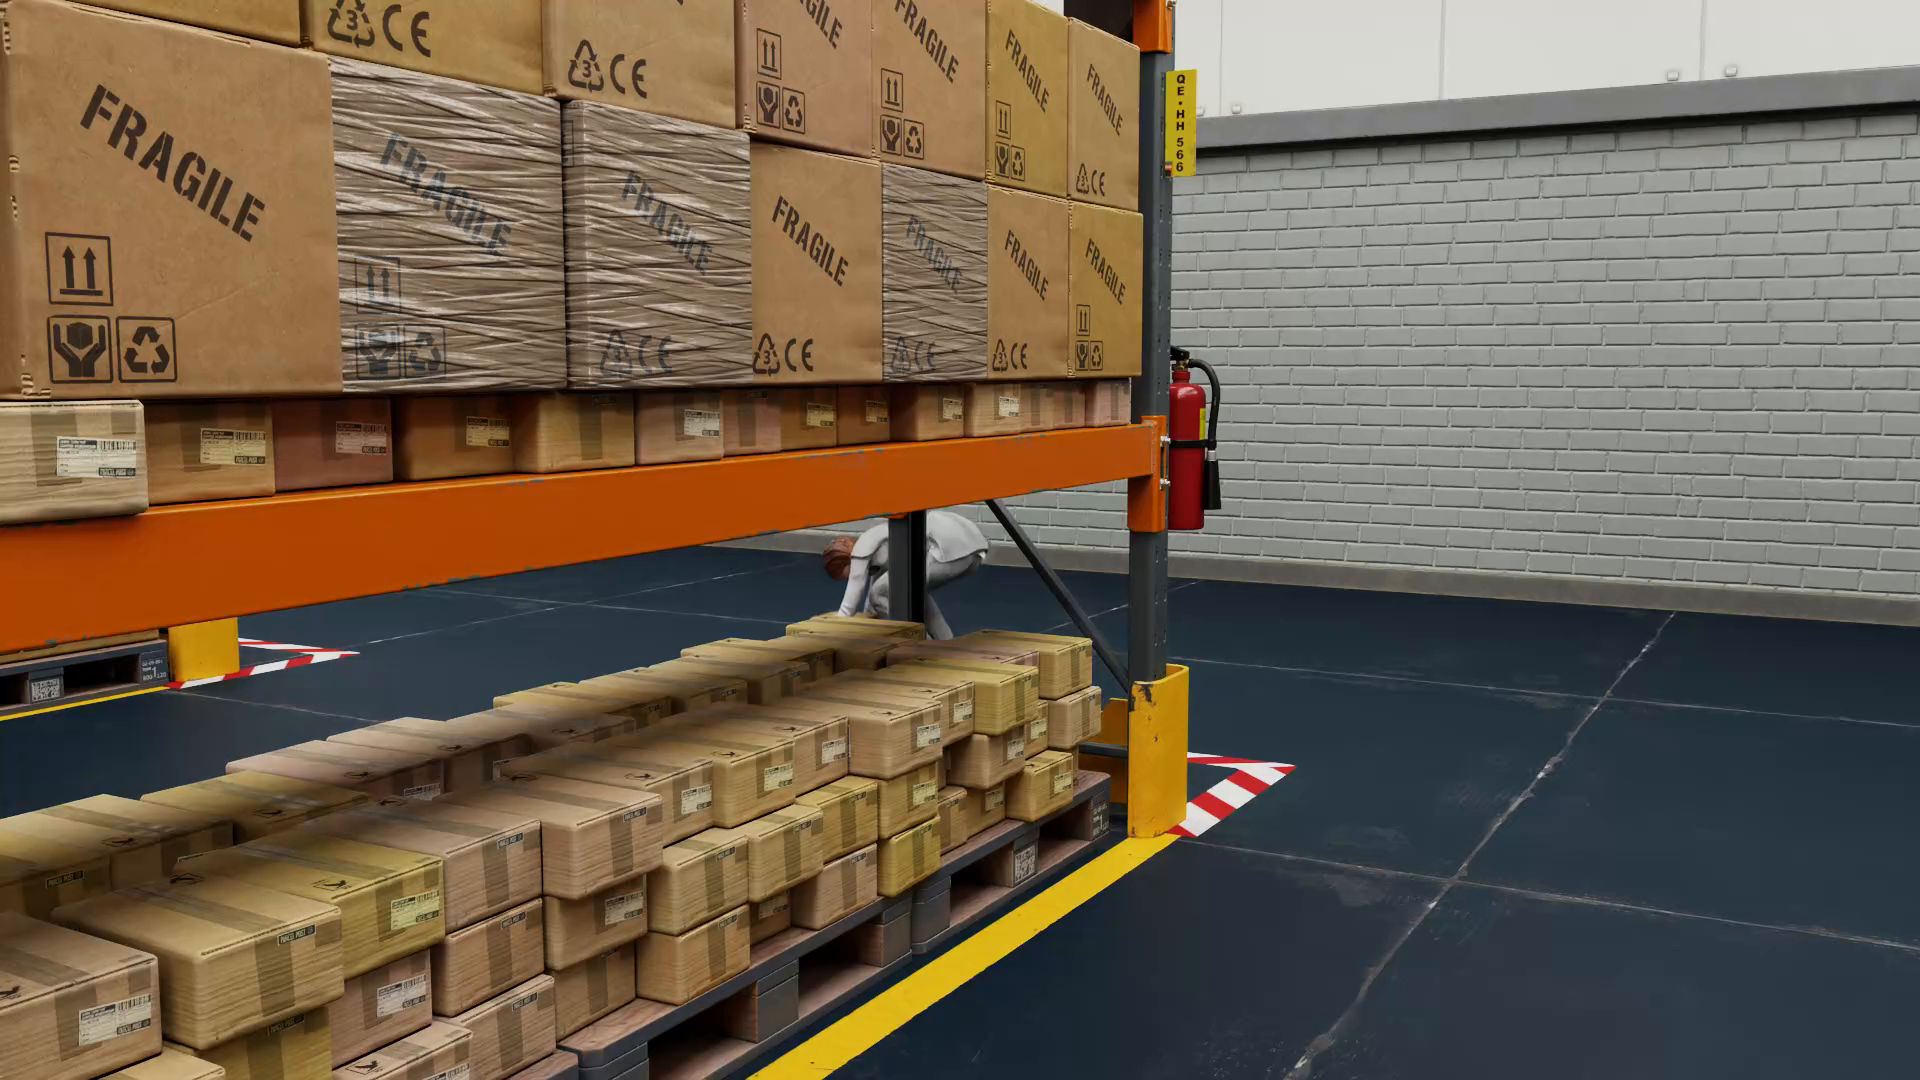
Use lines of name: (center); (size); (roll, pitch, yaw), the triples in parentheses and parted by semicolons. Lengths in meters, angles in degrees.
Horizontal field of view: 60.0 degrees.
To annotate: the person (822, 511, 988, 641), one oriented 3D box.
person: (-0.285, 0.258, 7.984); (0.864, 0.807, 0.432); (3, 7, 26)
